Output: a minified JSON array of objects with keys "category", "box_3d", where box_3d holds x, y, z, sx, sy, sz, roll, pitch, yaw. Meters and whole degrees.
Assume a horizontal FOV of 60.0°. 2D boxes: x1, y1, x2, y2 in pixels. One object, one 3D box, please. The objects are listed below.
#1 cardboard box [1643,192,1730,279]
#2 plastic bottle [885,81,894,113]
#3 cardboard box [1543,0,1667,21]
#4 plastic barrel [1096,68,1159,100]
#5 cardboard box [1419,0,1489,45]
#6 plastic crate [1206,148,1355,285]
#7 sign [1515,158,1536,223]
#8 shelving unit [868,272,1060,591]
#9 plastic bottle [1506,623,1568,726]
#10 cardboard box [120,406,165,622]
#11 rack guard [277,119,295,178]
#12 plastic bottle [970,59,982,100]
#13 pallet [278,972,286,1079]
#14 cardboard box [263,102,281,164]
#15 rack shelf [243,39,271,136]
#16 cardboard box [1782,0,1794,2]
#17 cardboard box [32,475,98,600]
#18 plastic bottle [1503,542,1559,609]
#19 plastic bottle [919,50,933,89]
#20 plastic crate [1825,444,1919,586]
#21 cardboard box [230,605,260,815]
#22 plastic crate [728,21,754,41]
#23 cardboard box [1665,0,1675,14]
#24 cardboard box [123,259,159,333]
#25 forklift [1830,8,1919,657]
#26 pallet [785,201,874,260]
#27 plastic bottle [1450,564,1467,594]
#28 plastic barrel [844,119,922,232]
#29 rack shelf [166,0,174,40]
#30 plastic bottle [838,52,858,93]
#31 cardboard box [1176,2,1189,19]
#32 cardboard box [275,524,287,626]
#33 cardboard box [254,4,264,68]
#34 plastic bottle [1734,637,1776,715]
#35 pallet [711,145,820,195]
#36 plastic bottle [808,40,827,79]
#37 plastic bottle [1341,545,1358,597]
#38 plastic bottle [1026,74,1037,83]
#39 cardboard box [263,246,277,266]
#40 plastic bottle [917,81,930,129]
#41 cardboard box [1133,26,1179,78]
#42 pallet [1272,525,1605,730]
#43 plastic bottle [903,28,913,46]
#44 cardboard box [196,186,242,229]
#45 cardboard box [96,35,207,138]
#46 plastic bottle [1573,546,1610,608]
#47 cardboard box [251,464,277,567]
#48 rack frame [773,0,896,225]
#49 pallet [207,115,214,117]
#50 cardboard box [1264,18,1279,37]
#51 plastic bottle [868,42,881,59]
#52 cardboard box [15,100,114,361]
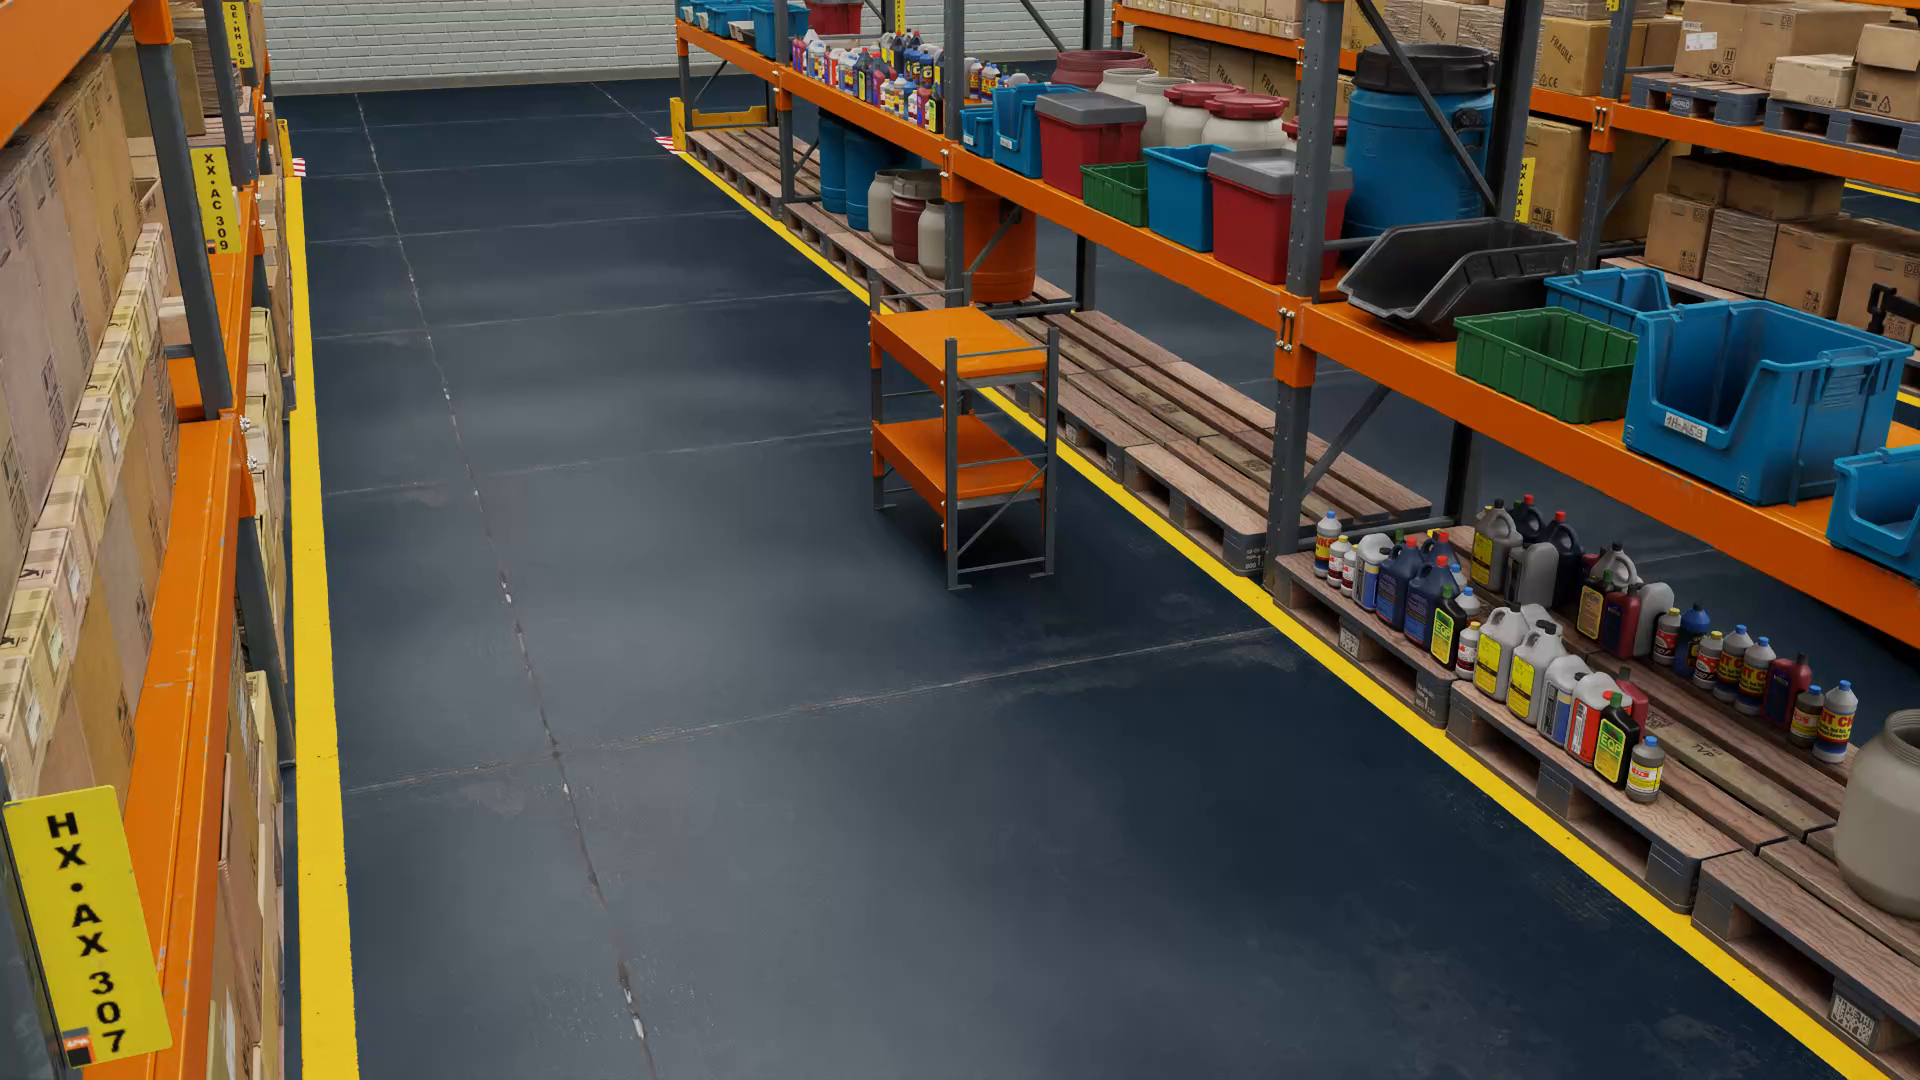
[{"category":"cardboard box","box_3d":[5.281,-2.162,11.671,0.700,0.500,0.500,-10,25,-22]},{"category":"plastic bottle","box_3d":[-0.462,-3.010,11.286,0.097,0.201,0.097,0,23,0]},{"category":"cardboard box","box_3d":[4.782,-4.129,12.263,0.797,0.503,0.637,-7,24,-17]},{"category":"plastic barrel","box_3d":[0.955,-2.380,9.390,0.421,0.512,0.421,0,23,0]},{"category":"cardboard box","box_3d":[4.083,-4.099,13.484,0.500,0.500,0.500,-8,24,-18]},{"category":"plastic crate","box_3d":[1.347,-1.383,7.086,0.402,0.464,0.583,-8,24,-19]},{"category":"sign","box_3d":[2.323,-1.418,6.897,0.100,0.325,0.005,-8,24,-19]},{"category":"shelving unit","box_3d":[-0.002,-0.521,7.537,0.538,1.125,1.048,-8,24,-19]},{"category":"plastic bottle","box_3d":[1.984,0.439,5.690,0.144,0.351,0.185,-7,24,-17]},{"category":"cardboard box","box_3d":[-2.302,-0.053,3.885,0.700,0.500,0.500,-8,24,-18]},{"category":"rack guard","box_3d":[-7.043,-3.722,15.937,1.175,0.500,0.348,-8,24,-19]},{"category":"plastic bottle","box_3d":[0.118,-3.281,11.837,0.097,0.271,0.097,0,23,0]},{"category":"pallet","box_3d":[-2.154,1.483,3.961,1.003,0.211,1.213,-8,24,-19]},{"category":"cardboard box","box_3d":[-6.647,-3.788,15.528,0.500,0.500,0.500,-8,24,-19]},{"category":"rack shelf","box_3d":[-6.363,-3.843,13.932,1.077,0.370,4.000,-8,24,-19]},{"category":"cardboard box","box_3d":[8.100,-5.221,16.058,0.380,0.149,0.250,-8,24,-18]},{"category":"cardboard box","box_3d":[-1.721,0.020,2.876,0.380,0.149,0.250,-9,25,-21]},{"category":"plastic bottle","box_3d":[2.240,0.127,6.528,0.152,0.276,0.135,-8,24,-19]},{"category":"plastic bottle","box_3d":[-0.253,-3.495,12.346,0.097,0.271,0.097,0,23,0]},{"category":"plastic crate","box_3d":[2.537,-0.075,4.257,0.499,0.251,0.408,-8,24,-19]},{"category":"cardboard box","box_3d":[-2.297,0.509,4.715,0.500,0.500,0.500,-8,24,-19]},{"category":"plastic crate","box_3d":[-1.918,-4.624,15.121,0.293,0.136,0.466,-8,24,-19]},{"category":"cardboard box","box_3d":[7.710,-5.692,17.717,0.380,0.149,0.250,-9,24,-20]},{"category":"cardboard box","box_3d":[-2.354,-0.632,4.423,0.380,0.149,0.250,-9,25,-21]},{"category":"forklift","box_3d":[4.239,-1.041,6.447,1.130,2.935,3.031,-3,23,-6]},{"category":"pallet","box_3d":[-0.788,-2.555,13.540,1.003,0.211,1.213,-8,24,-19]},{"category":"plastic bottle","box_3d":[1.866,0.221,6.309,0.097,0.271,0.097,0,23,0]},{"category":"plastic barrel","box_3d":[-0.595,-2.895,12.919,0.600,0.901,0.708,-8,24,-19]},{"category":"rack shelf","box_3d":[-3.537,-2.319,6.453,1.077,0.370,4.000,-8,24,-19]},{"category":"plastic bottle","box_3d":[-0.805,-3.428,12.180,0.152,0.276,0.135,-8,24,-19]},{"category":"cardboard box","box_3d":[2.472,-5.502,17.266,0.380,0.149,0.250,-9,24,-20]},{"category":"cardboard box","box_3d":[-2.921,0.166,6.494,0.500,0.250,0.500,-8,24,-18]},{"category":"cardboard box","box_3d":[-5.940,-4.084,13.449,0.500,0.500,0.500,-8,24,-19]},{"category":"plastic bottle","box_3d":[2.748,0.462,5.737,0.097,0.271,0.097,0,23,0]},{"category":"pallet","box_3d":[-1.752,-3.547,15.894,1.003,0.211,1.213,-8,24,-19]},{"category":"plastic bottle","box_3d":[-1.085,-3.716,12.863,0.152,0.276,0.135,-8,24,-19]},{"category":"plastic bottle","box_3d":[1.579,0.117,6.646,0.097,0.201,0.097,0,23,0]},{"category":"plastic bottle","box_3d":[0.468,-2.946,11.028,0.061,0.283,0.133,-8,24,-19]},{"category":"cardboard box","box_3d":[-4.327,-1.439,9.955,0.500,0.500,0.500,-9,25,-21]},{"category":"plastic bottle","box_3d":[-0.232,-2.791,10.661,0.061,0.283,0.133,-8,24,-19]},{"category":"cardboard box","box_3d":[2.500,-5.252,18.544,0.875,0.875,0.875,-8,24,-19]},{"category":"pallet","box_3d":[2.003,0.315,6.730,1.003,0.211,1.213,-8,24,-19]},{"category":"plastic bottle","box_3d":[-0.391,-3.814,13.001,0.144,0.351,0.185,-8,24,-19]},{"category":"cardboard box","box_3d":[-3.667,-1.590,7.983,0.380,0.149,0.250,-8,24,-19]},{"category":"cardboard box","box_3d":[-4.572,-2.447,9.025,0.700,0.500,0.500,-18,29,-36]},{"category":"plastic bottle","box_3d":[2.466,0.147,6.469,0.061,0.283,0.133,-7,24,-15]},{"category":"cardboard box","box_3d":[-2.915,-0.093,6.386,0.500,0.311,0.500,-9,24,-20]},{"category":"rack frame","box_3d":[-1.021,-4.126,13.678,1.000,3.000,0.127,-8,24,-19]},{"category":"pallet","box_3d":[-5.476,-3.054,11.381,1.003,0.211,1.213,-8,24,-19]},{"category":"cardboard box","box_3d":[3.107,-4.850,15.717,0.380,0.149,0.250,-8,24,-18]},{"category":"plastic bottle","box_3d":[-0.690,-3.912,13.425,0.097,0.201,0.097,0,23,0]},{"category":"cardboard box","box_3d":[-2.312,-0.659,3.653,0.700,0.500,0.500,-8,24,-19]}]
